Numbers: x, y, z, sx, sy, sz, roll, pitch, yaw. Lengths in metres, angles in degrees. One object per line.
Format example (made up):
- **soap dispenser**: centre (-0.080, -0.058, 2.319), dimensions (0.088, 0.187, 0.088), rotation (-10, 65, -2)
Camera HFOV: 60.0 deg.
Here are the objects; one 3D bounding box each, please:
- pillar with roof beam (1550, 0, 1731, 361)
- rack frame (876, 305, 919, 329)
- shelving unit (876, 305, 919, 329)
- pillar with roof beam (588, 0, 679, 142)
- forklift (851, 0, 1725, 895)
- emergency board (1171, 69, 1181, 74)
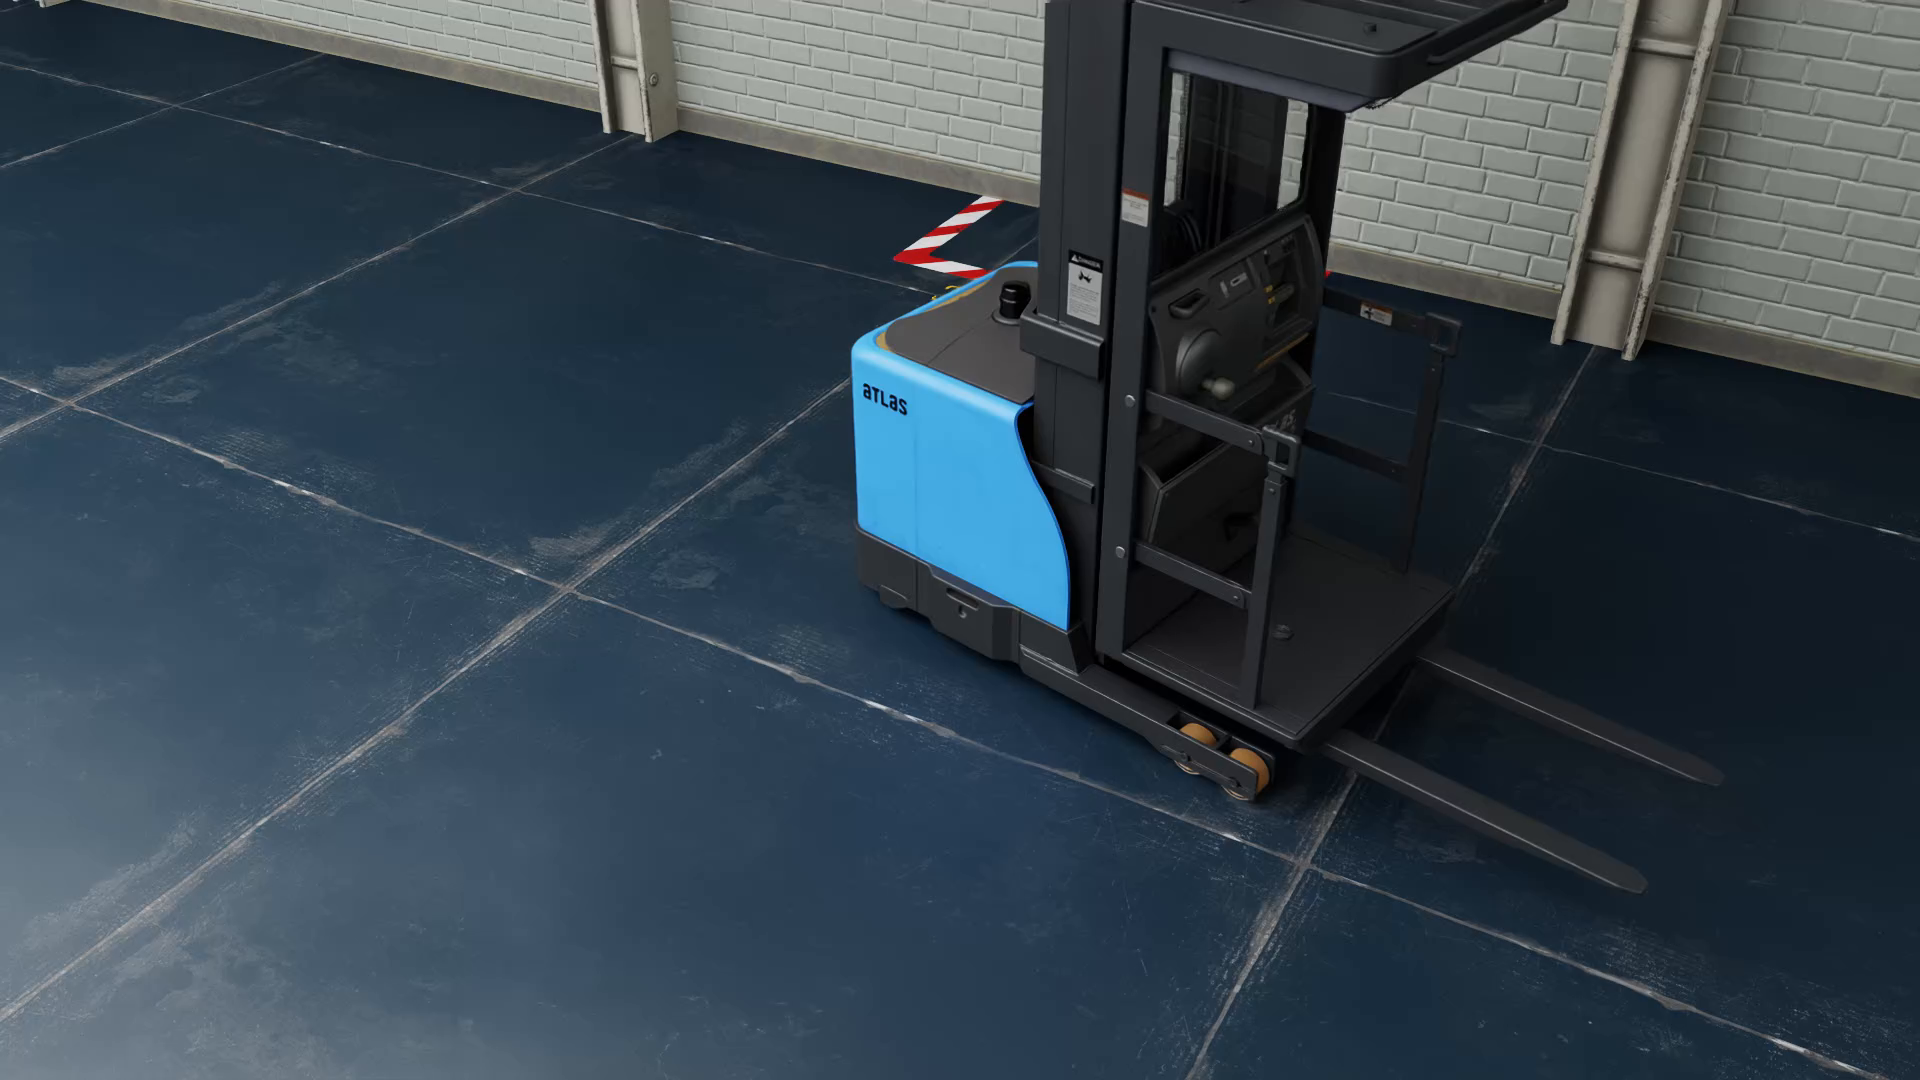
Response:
- **pillar with roof beam**: centre (1.027, -2.668, 2.638), dimensions (0.400, 9.000, 9.100), rotation (18, 37, 24)
- **rack frame**: centre (-0.239, -0.494, 6.680), dimensions (0.006, 0.900, 0.240), rotation (26, 41, 33)
- **shelving unit**: centre (-0.162, -0.457, 6.625), dimensions (0.210, 0.900, 0.258), rotation (26, 41, 33)
- **pillar with roof beam**: centre (-4.183, -4.318, 5.116), dimensions (0.400, 9.000, 9.100), rotation (18, 37, 24)
- **forklift**: centre (1.044, -0.698, 5.154), dimensions (3.031, 2.935, 1.130), rotation (26, 41, 33)
- **emergency board**: centre (1.036, -2.941, 8.460), dimensions (0.643, 1.169, 0.194), rotation (18, 37, 24)
